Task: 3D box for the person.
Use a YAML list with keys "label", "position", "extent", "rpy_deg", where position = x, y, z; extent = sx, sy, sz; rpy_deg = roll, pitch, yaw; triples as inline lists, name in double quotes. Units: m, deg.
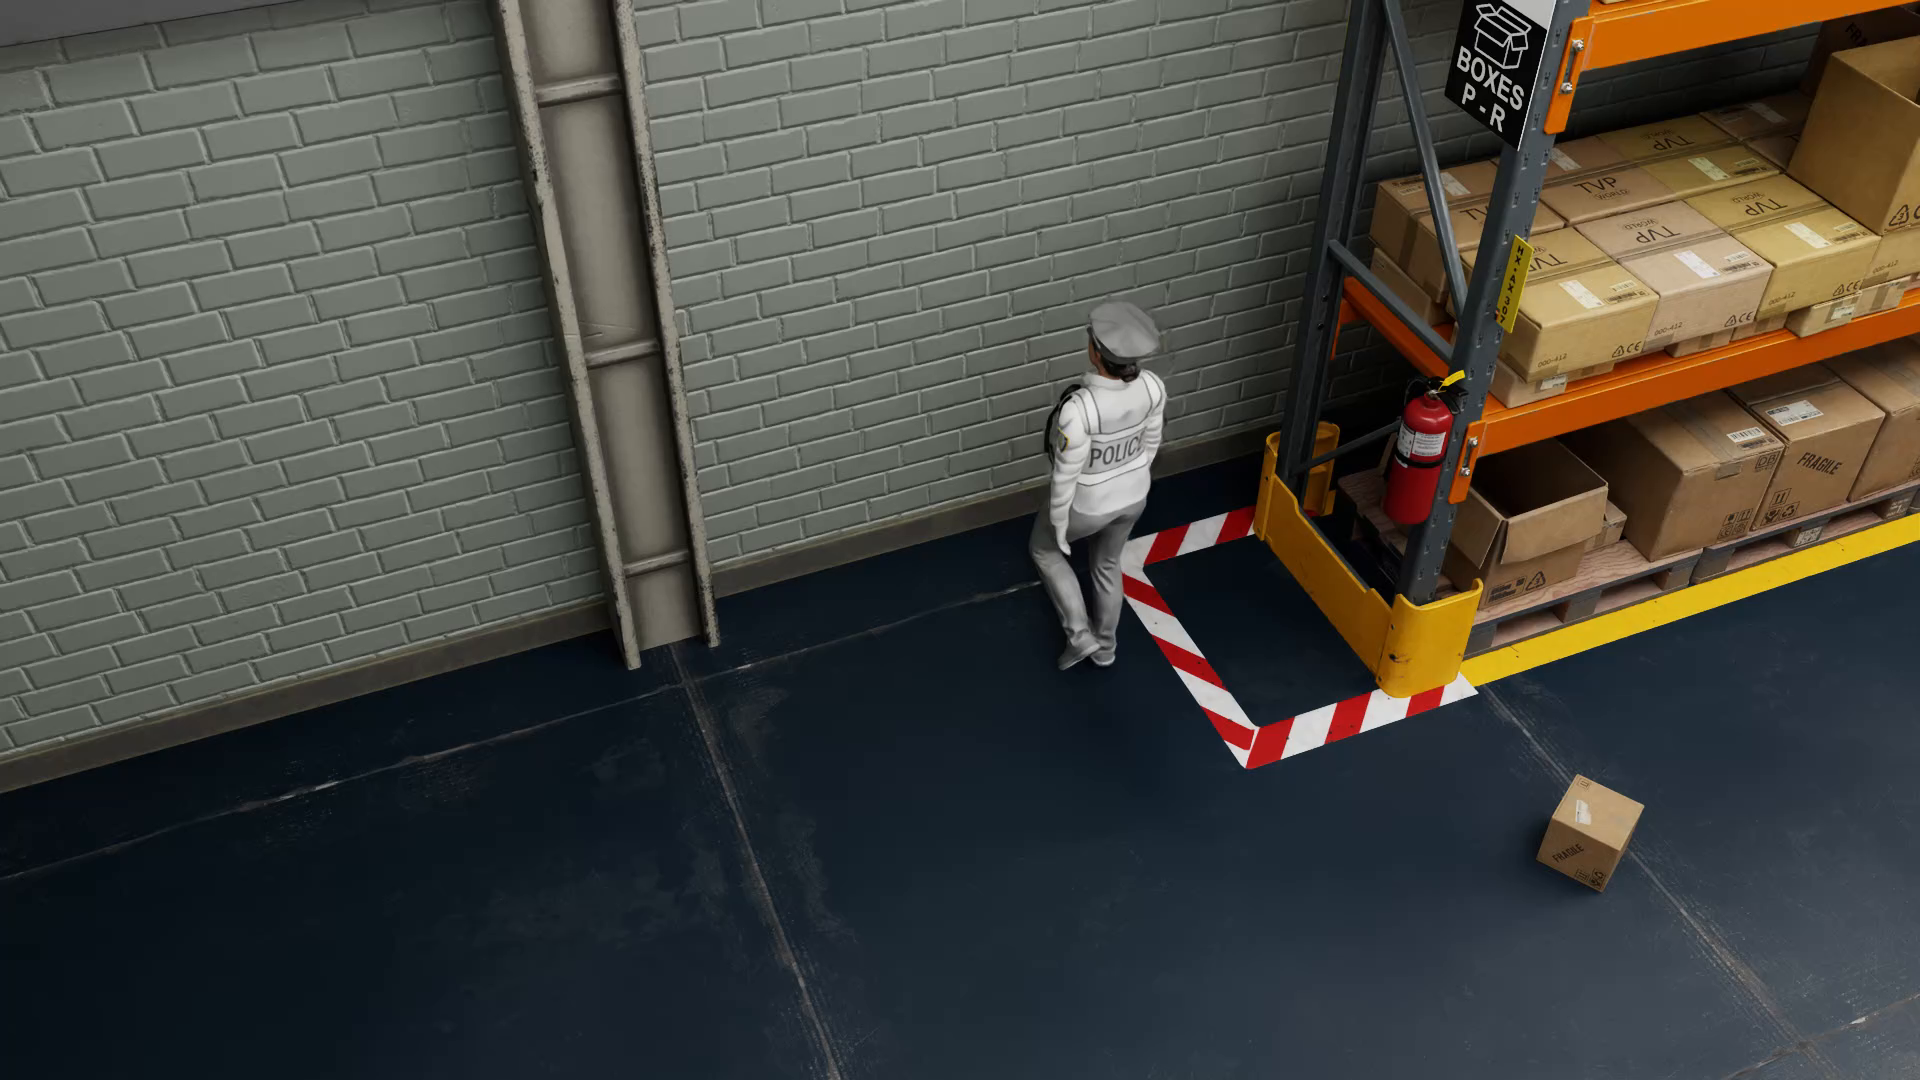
- label: "person"
  position: [13.778, -0.961, 4.069]
  extent: [22.793, 5.852, 14.982]
  rpy_deg: [-20, 46, -21]
